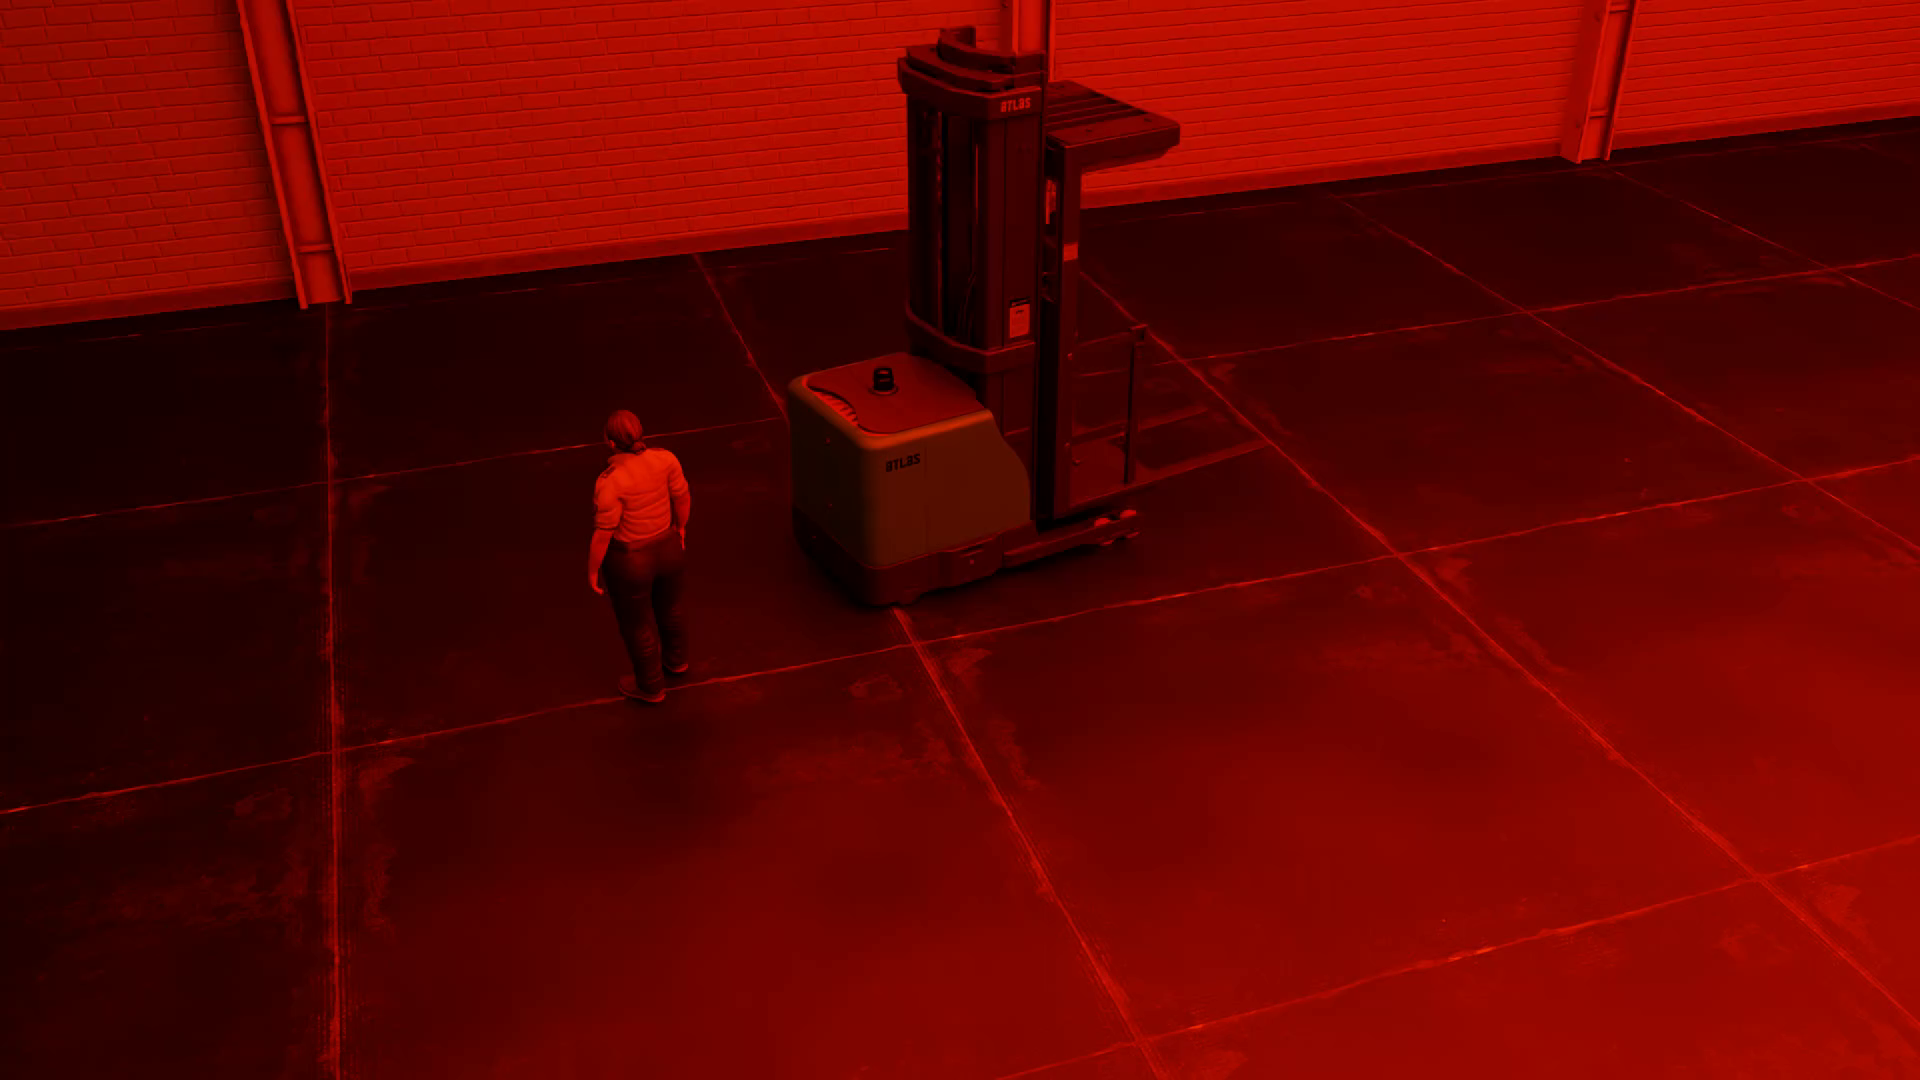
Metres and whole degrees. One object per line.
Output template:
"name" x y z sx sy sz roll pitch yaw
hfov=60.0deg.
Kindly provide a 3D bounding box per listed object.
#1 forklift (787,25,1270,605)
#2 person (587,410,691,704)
"forklift" 0.523 -1.442 9.593 3.031 2.935 1.130 -17 34 -27
"person" -1.636 0.057 8.266 0.504 1.654 0.587 26 39 37
